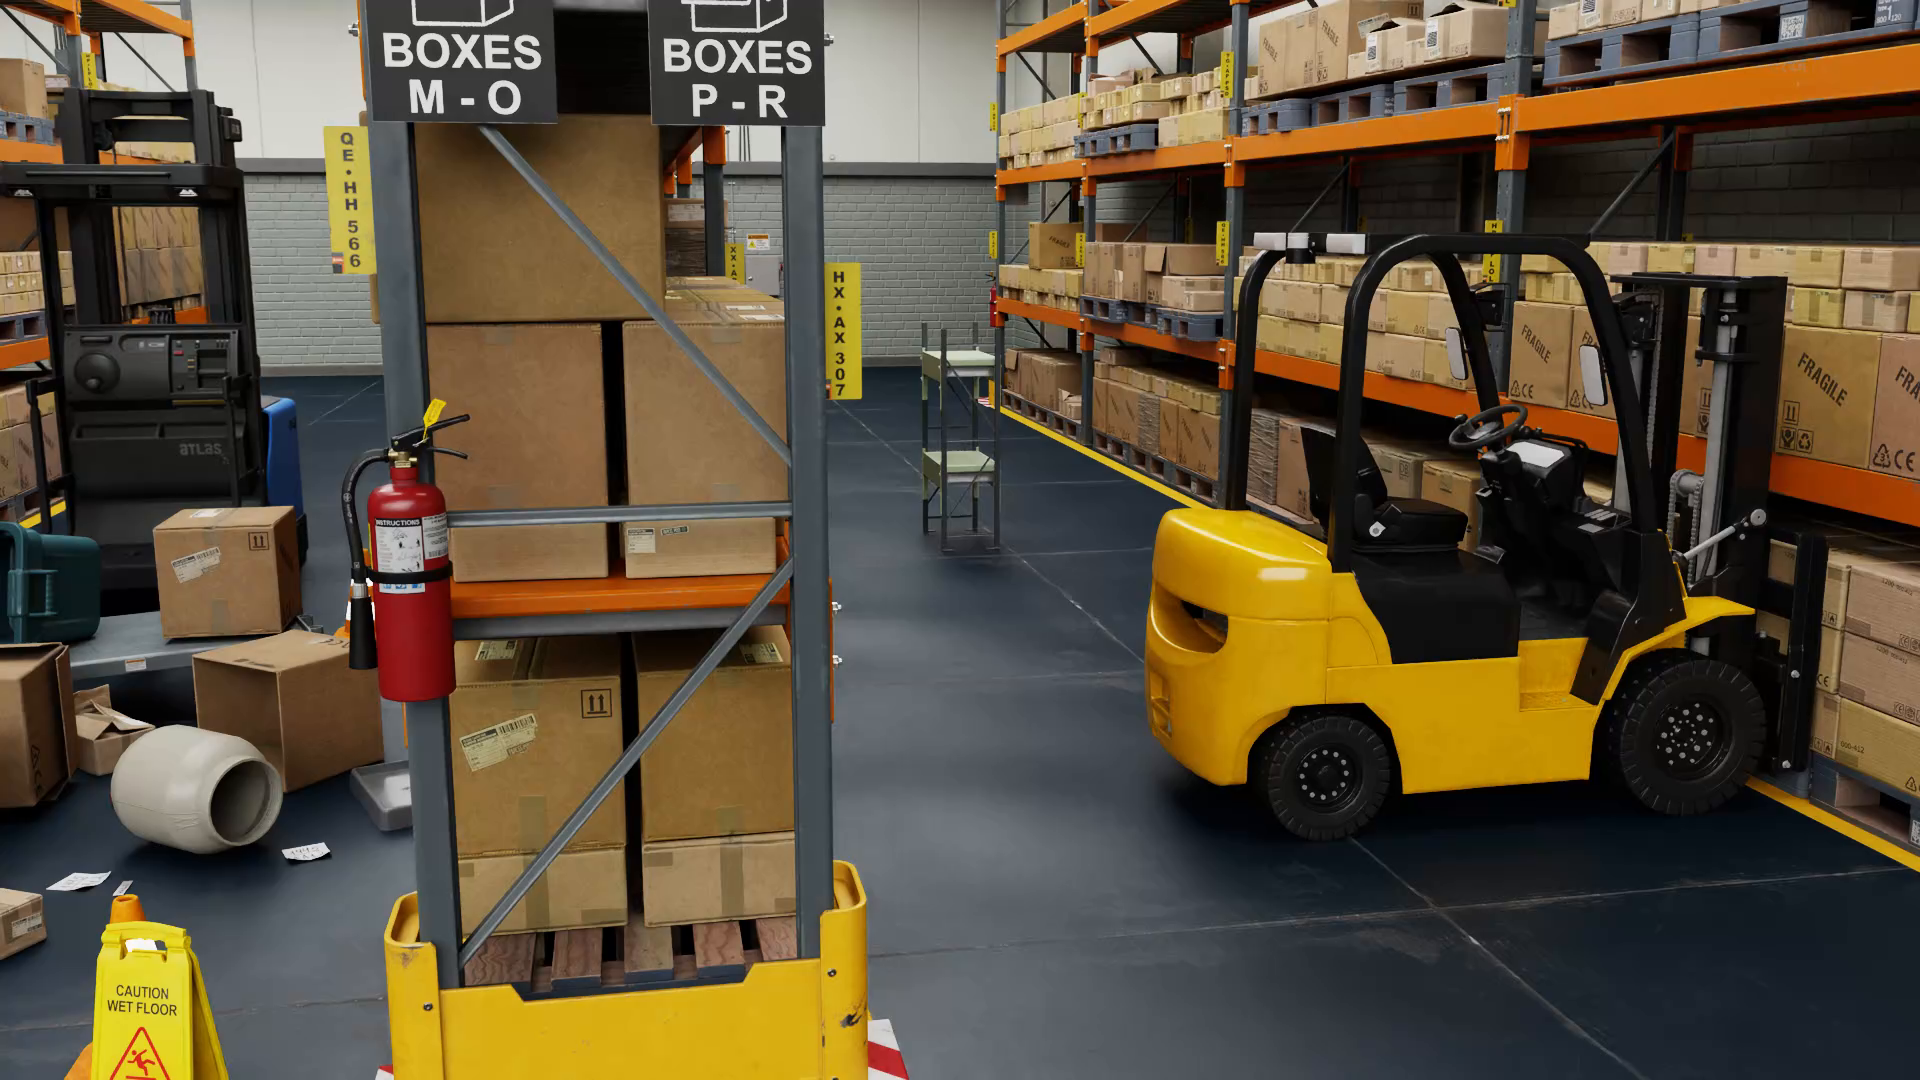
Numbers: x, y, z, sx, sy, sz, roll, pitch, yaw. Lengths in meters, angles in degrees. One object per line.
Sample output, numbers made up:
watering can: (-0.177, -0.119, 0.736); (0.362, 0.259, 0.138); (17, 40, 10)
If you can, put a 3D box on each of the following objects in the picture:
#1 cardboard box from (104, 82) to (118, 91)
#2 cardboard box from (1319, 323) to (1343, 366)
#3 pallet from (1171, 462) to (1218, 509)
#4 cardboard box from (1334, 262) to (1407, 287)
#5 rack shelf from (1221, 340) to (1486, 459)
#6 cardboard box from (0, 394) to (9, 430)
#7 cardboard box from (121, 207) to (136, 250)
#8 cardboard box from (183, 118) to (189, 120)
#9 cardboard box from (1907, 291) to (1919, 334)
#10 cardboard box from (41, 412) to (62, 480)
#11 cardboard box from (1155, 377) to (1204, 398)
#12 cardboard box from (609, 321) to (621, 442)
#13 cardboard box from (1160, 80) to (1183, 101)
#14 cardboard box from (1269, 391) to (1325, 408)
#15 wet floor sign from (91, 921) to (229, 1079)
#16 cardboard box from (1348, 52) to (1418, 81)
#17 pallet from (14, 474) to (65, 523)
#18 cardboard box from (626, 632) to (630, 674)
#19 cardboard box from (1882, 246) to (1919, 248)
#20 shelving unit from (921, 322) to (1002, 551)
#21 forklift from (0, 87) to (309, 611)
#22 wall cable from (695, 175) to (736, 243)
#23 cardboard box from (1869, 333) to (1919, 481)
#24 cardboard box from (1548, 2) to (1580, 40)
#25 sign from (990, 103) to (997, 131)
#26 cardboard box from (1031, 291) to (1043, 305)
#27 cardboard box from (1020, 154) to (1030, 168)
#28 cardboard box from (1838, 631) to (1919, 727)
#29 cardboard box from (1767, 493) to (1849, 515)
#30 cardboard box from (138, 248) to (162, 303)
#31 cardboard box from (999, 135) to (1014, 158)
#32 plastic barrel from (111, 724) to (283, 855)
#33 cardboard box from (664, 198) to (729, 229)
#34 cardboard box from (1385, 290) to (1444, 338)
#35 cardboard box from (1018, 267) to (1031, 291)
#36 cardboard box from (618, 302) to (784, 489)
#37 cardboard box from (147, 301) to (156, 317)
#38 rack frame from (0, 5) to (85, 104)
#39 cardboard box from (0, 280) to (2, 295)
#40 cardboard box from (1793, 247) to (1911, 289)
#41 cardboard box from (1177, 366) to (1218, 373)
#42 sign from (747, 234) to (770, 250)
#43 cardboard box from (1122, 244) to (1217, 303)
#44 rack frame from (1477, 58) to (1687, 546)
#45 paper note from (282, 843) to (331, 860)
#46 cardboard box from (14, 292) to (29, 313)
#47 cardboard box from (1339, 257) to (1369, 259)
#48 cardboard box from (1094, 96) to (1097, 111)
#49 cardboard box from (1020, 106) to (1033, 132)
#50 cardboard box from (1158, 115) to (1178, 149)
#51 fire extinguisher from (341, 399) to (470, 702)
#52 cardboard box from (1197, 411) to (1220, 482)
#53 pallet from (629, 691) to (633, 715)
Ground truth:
cardboard box: (-7.938, -4.105, 15.216); (0.380, 0.149, 0.250); (-2, 11, -13)
cardboard box: (2.639, -1.257, 10.681); (0.500, 0.250, 0.500); (-2, 11, -9)
pallet: (2.385, -0.472, 13.609); (1.003, 0.211, 1.213); (-2, 11, -11)
cardboard box: (2.582, -1.671, 10.451); (0.380, 0.149, 0.250); (-2, 11, -13)
rack shelf: (2.882, -0.983, 10.762); (1.077, 0.370, 4.000); (-2, 11, -11)
cardboard box: (-7.206, -0.898, 11.951); (0.500, 0.250, 0.500); (-2, 11, -12)
cardboard box: (-7.953, -2.930, 15.329); (0.500, 0.500, 0.500); (-2, 11, -13)
cardboard box: (-8.427, -4.361, 17.627); (0.500, 0.250, 0.500); (-2, 11, -13)
cardboard box: (3.601, -0.798, 5.867); (0.380, 0.149, 0.250); (-2, 11, -11)
cardboard box: (-7.403, -0.720, 13.021); (0.500, 0.500, 0.500); (-2, 11, -12)
cardboard box: (1.918, -1.326, 14.466); (0.380, 0.149, 0.250); (-3, 11, -14)
cardboard box: (-1.462, -0.617, 5.853); (0.500, 0.500, 0.500); (-2, 11, -10)
cardboard box: (1.884, -3.735, 13.815); (0.380, 0.149, 0.250); (-2, 11, -11)
cardboard box: (2.698, -1.107, 13.318); (0.380, 0.149, 0.250); (-2, 11, -8)
wet floor sign: (-1.832, 1.176, 3.794); (0.267, 0.644, 0.232); (2, 11, 9)
cardboard box: (2.610, -2.907, 10.207); (0.380, 0.149, 0.250); (-2, 11, -12)
pallet: (-7.595, -0.320, 12.814); (1.003, 0.211, 1.213); (-2, 11, -11)
cardboard box: (-1.532, 0.299, 6.330); (0.500, 0.500, 0.500); (-2, 11, -8)
cardboard box: (3.921, -1.104, 6.676); (0.380, 0.149, 0.250); (-2, 11, -11)
shelving unit: (0.001, -0.736, 11.550); (0.431, 1.500, 0.755); (-2, 11, -11)
forklift: (-4.570, -1.034, 9.291); (1.130, 2.935, 3.031); (-2, 11, -10)
wall cable: (-3.662, -4.575, 24.995); (0.588, 1.984, 0.122); (-2, 11, -11)
cardboard box: (3.604, -0.461, 5.830); (0.500, 0.500, 0.500); (-2, 11, -9)
cardboard box: (3.061, -2.482, 7.972); (0.380, 0.149, 0.250); (-2, 11, -10)
sign: (0.405, -5.053, 19.865); (0.100, 0.325, 0.005); (-2, 11, -11)
cardboard box: (1.005, -2.691, 18.484); (0.380, 0.149, 0.250); (-2, 11, -10)
cardboard box: (0.887, -4.262, 18.713); (0.380, 0.149, 0.250); (-2, 11, -11)
cardboard box: (3.561, 0.493, 5.979); (0.500, 0.250, 0.500); (-2, 11, -12)
cardboard box: (3.755, -0.047, 7.479); (0.500, 0.250, 0.500); (-2, 11, -11)
cardboard box: (-8.004, -2.536, 15.937); (0.500, 0.500, 0.500); (-2, 11, -12)
cardboard box: (0.756, -4.625, 19.557); (0.500, 0.250, 0.500); (-2, 11, -12)
plastic barrel: (-2.706, 0.887, 5.903); (0.512, 0.421, 0.421); (6, 12, 28)
cardboard box: (-1.341, -1.608, 8.199); (0.380, 0.149, 0.250); (-2, 11, -11)
cardboard box: (2.818, -1.316, 9.654); (0.500, 0.250, 0.500); (-2, 11, -12)
cardboard box: (0.961, -2.964, 18.855); (0.500, 0.250, 0.500); (-2, 11, -12)
cardboard box: (-0.743, -0.442, 4.932); (0.500, 0.500, 0.500); (-2, 11, -9)
cardboard box: (-8.027, -2.237, 16.100); (0.380, 0.149, 0.250); (-2, 11, -8)
rack frame: (-7.989, -5.004, 13.920); (1.000, 3.000, 0.127); (-2, 11, -11)
cardboard box: (-7.360, -1.884, 12.328); (0.380, 0.149, 0.250); (-2, 11, -12)
cardboard box: (3.426, -1.038, 6.331); (0.380, 0.149, 0.250); (-2, 11, -10)
cardboard box: (2.258, -1.538, 15.584); (0.380, 0.149, 0.250); (-3, 11, -14)
sign: (-3.056, -4.514, 25.180); (0.339, 0.242, 0.001); (-2, 11, -11)
cardboard box: (1.843, -2.356, 14.664); (0.700, 0.500, 0.500); (-2, 11, -11)
rack frame: (3.271, -0.969, 8.768); (1.000, 3.000, 0.127); (-2, 11, -11)
paper note: (-2.304, 1.095, 5.863); (0.142, 0.019, 0.148); (-6, 13, -31)
cardboard box: (-7.461, -1.835, 12.866); (0.380, 0.149, 0.250); (-2, 11, -9)
cardboard box: (2.906, -1.925, 11.785); (0.380, 0.149, 0.250); (-2, 11, -11)
cardboard box: (1.465, -4.071, 15.528); (0.380, 0.149, 0.250); (-2, 11, -10)
cardboard box: (0.969, -4.686, 18.539); (0.500, 0.250, 0.500); (-2, 11, -12)
cardboard box: (1.959, -3.372, 13.770); (0.500, 0.250, 0.500); (-2, 11, -11)
fire extinguisher: (-1.249, 0.021, 3.770); (0.296, 0.674, 0.183); (-2, 11, -11)
cardboard box: (2.200, -0.751, 13.183); (0.500, 0.500, 0.500); (-2, 11, -9)
pallet: (-1.432, 0.703, 7.436); (1.003, 0.211, 1.213); (-2, 11, -11)
